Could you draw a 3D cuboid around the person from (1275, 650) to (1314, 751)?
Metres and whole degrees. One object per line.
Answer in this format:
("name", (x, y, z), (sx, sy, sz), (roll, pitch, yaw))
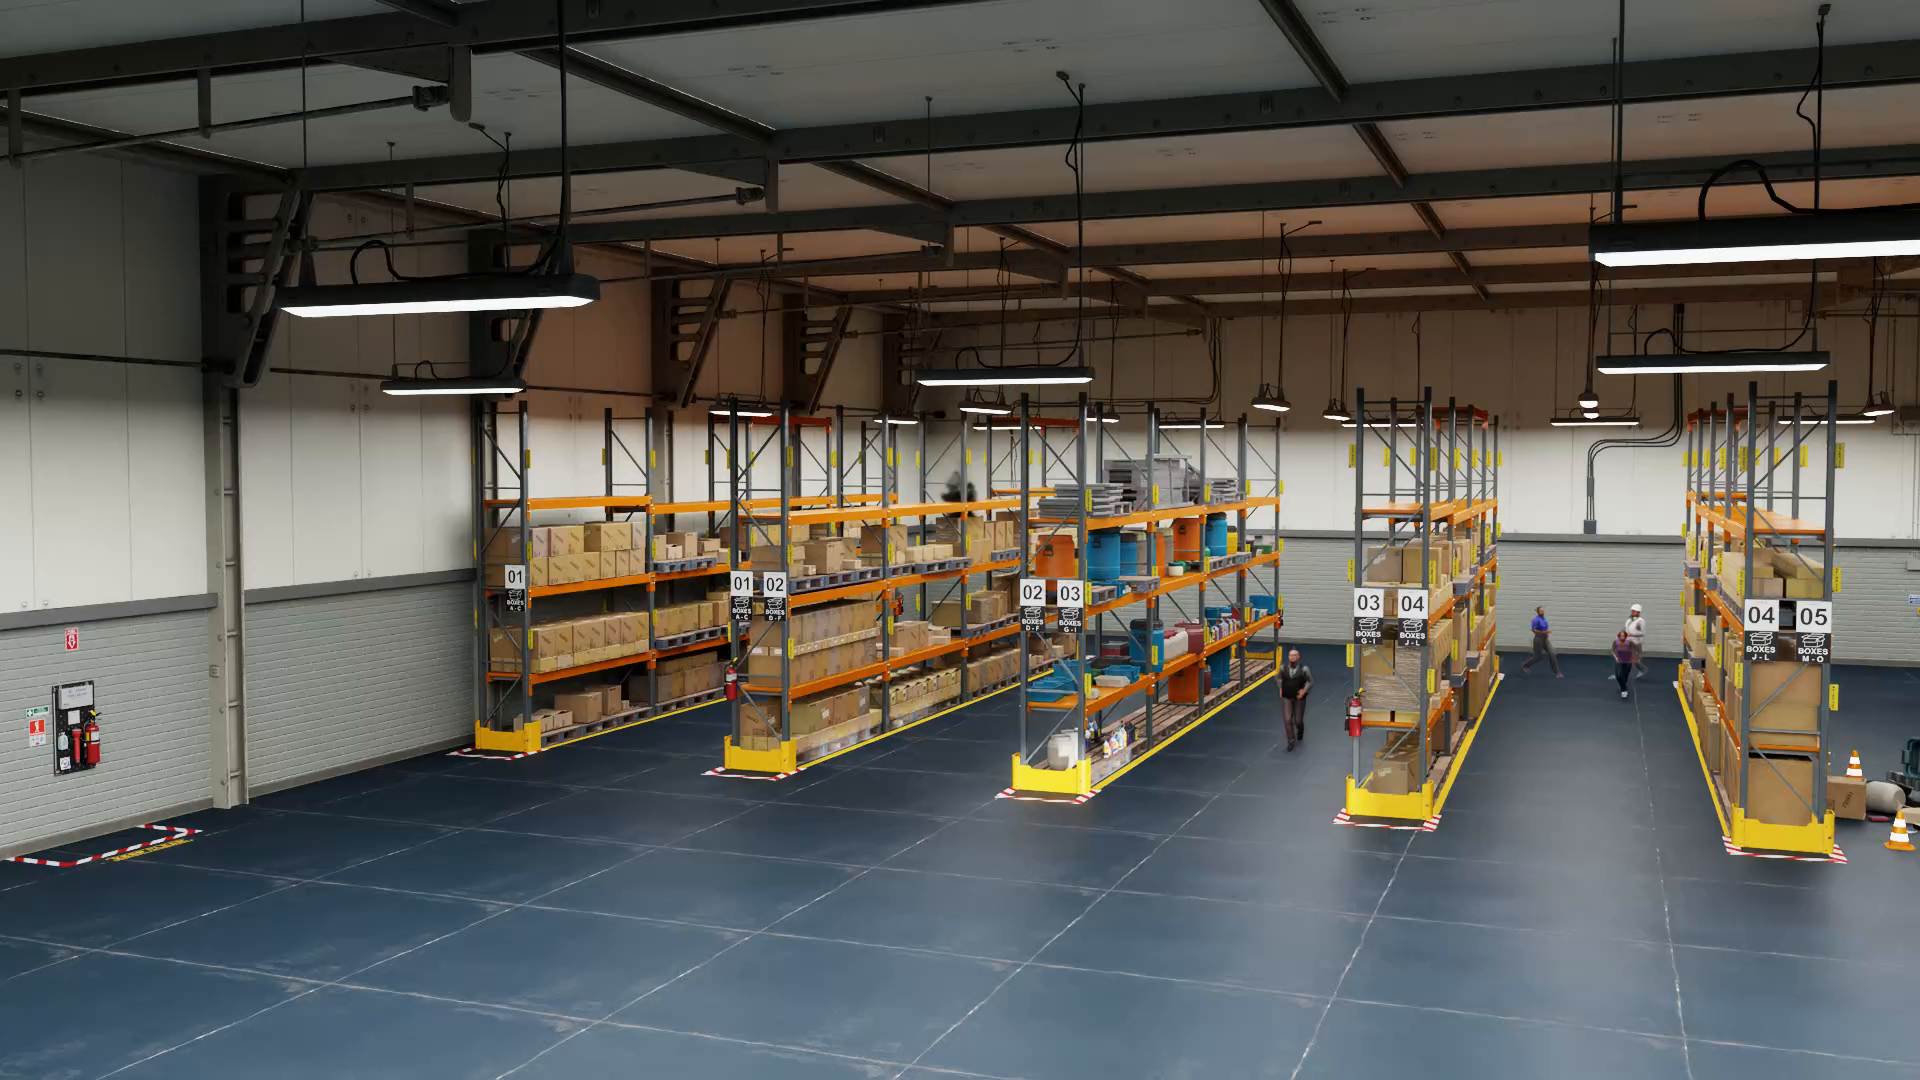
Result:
("person", (5.784, 2.751, 28.811), (0.673, 1.702, 0.789), (1, 3, 18))

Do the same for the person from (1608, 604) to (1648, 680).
("person", (15.174, 2.301, 37.411), (0.929, 1.731, 0.695), (-1, 3, -19))

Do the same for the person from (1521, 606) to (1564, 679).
("person", (13.329, 2.335, 38.176), (0.603, 1.650, 0.929), (-2, 3, -36))

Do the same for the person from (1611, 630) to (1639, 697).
("person", (14.026, 2.592, 35.068), (0.544, 1.448, 0.800), (1, 3, 27))
